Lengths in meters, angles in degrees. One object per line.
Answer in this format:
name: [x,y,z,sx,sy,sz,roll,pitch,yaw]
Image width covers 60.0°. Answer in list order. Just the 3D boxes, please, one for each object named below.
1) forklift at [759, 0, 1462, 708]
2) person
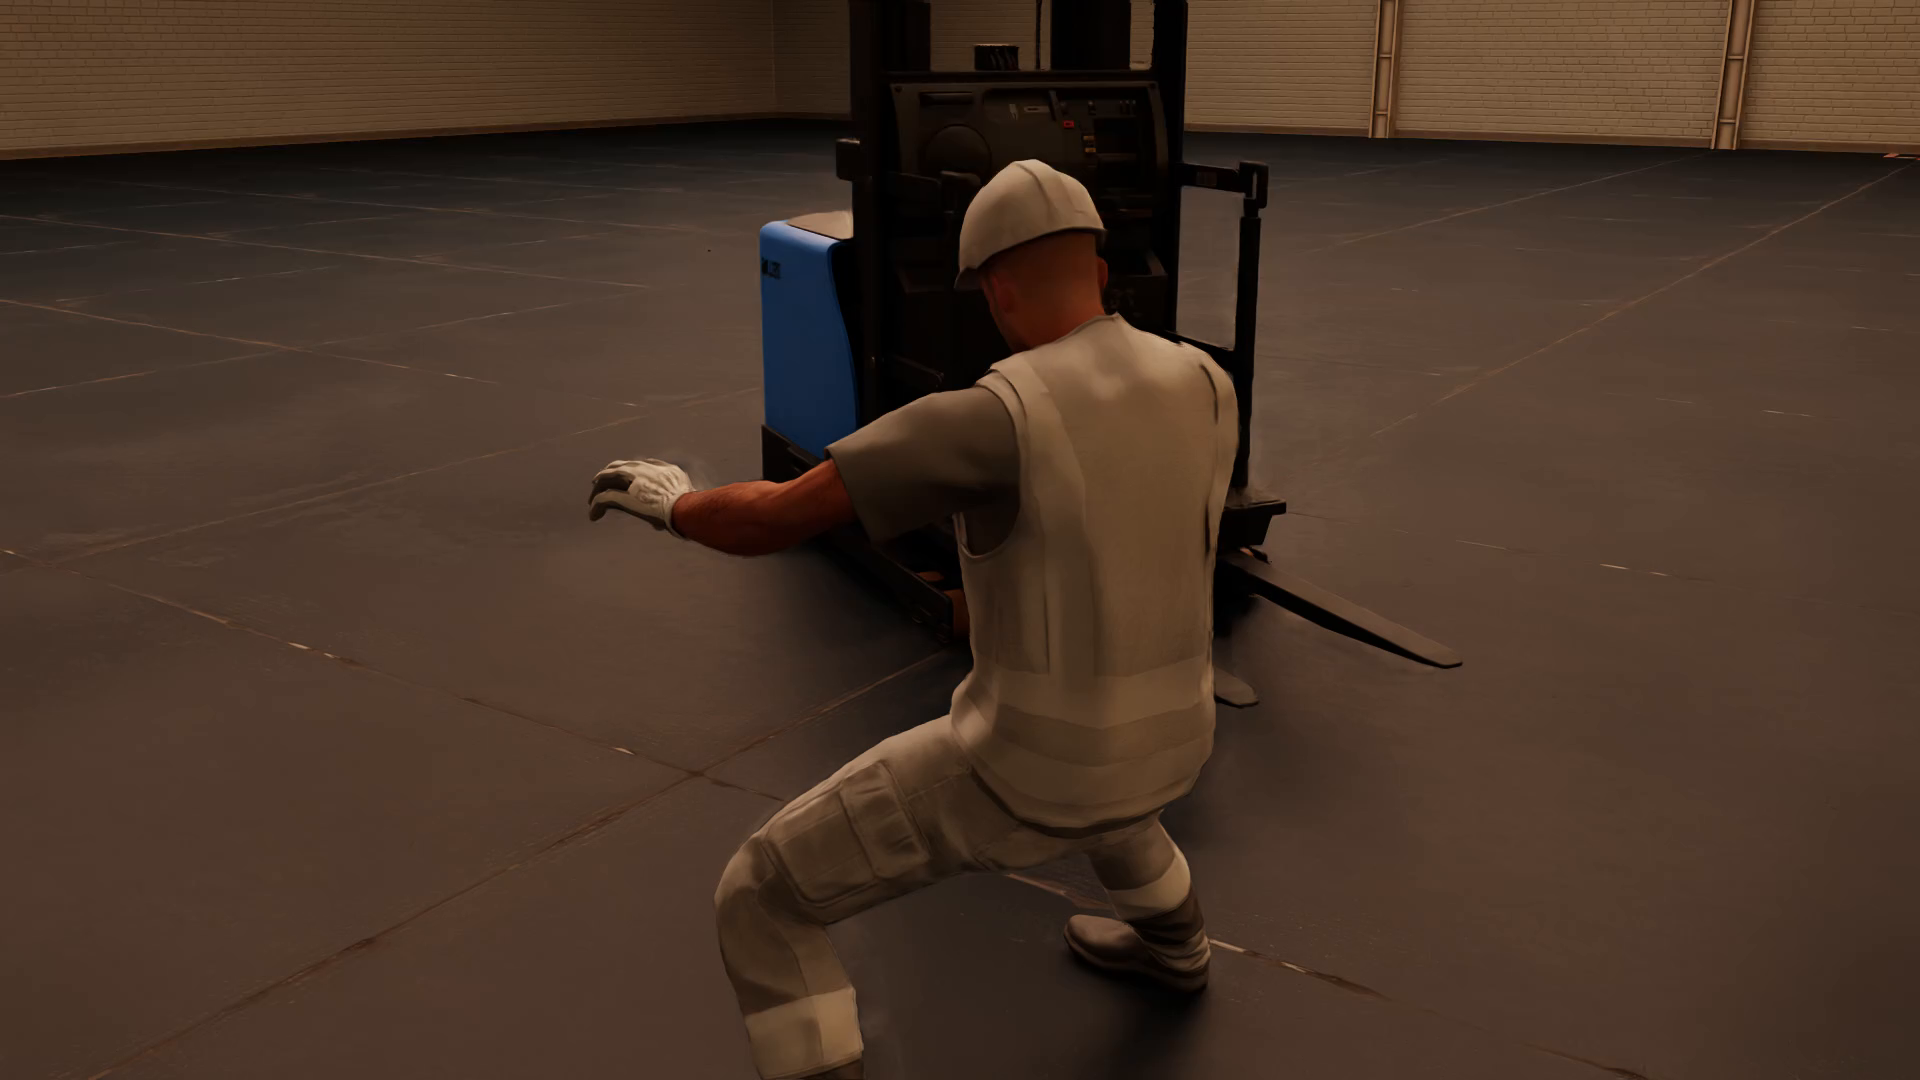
forklift: [0.316,-1.237,4.969,1.130,2.935,3.031,-8,18,-24]
person: [0.022,0.219,2.516,1.264,1.551,0.689,-12,20,-35]
